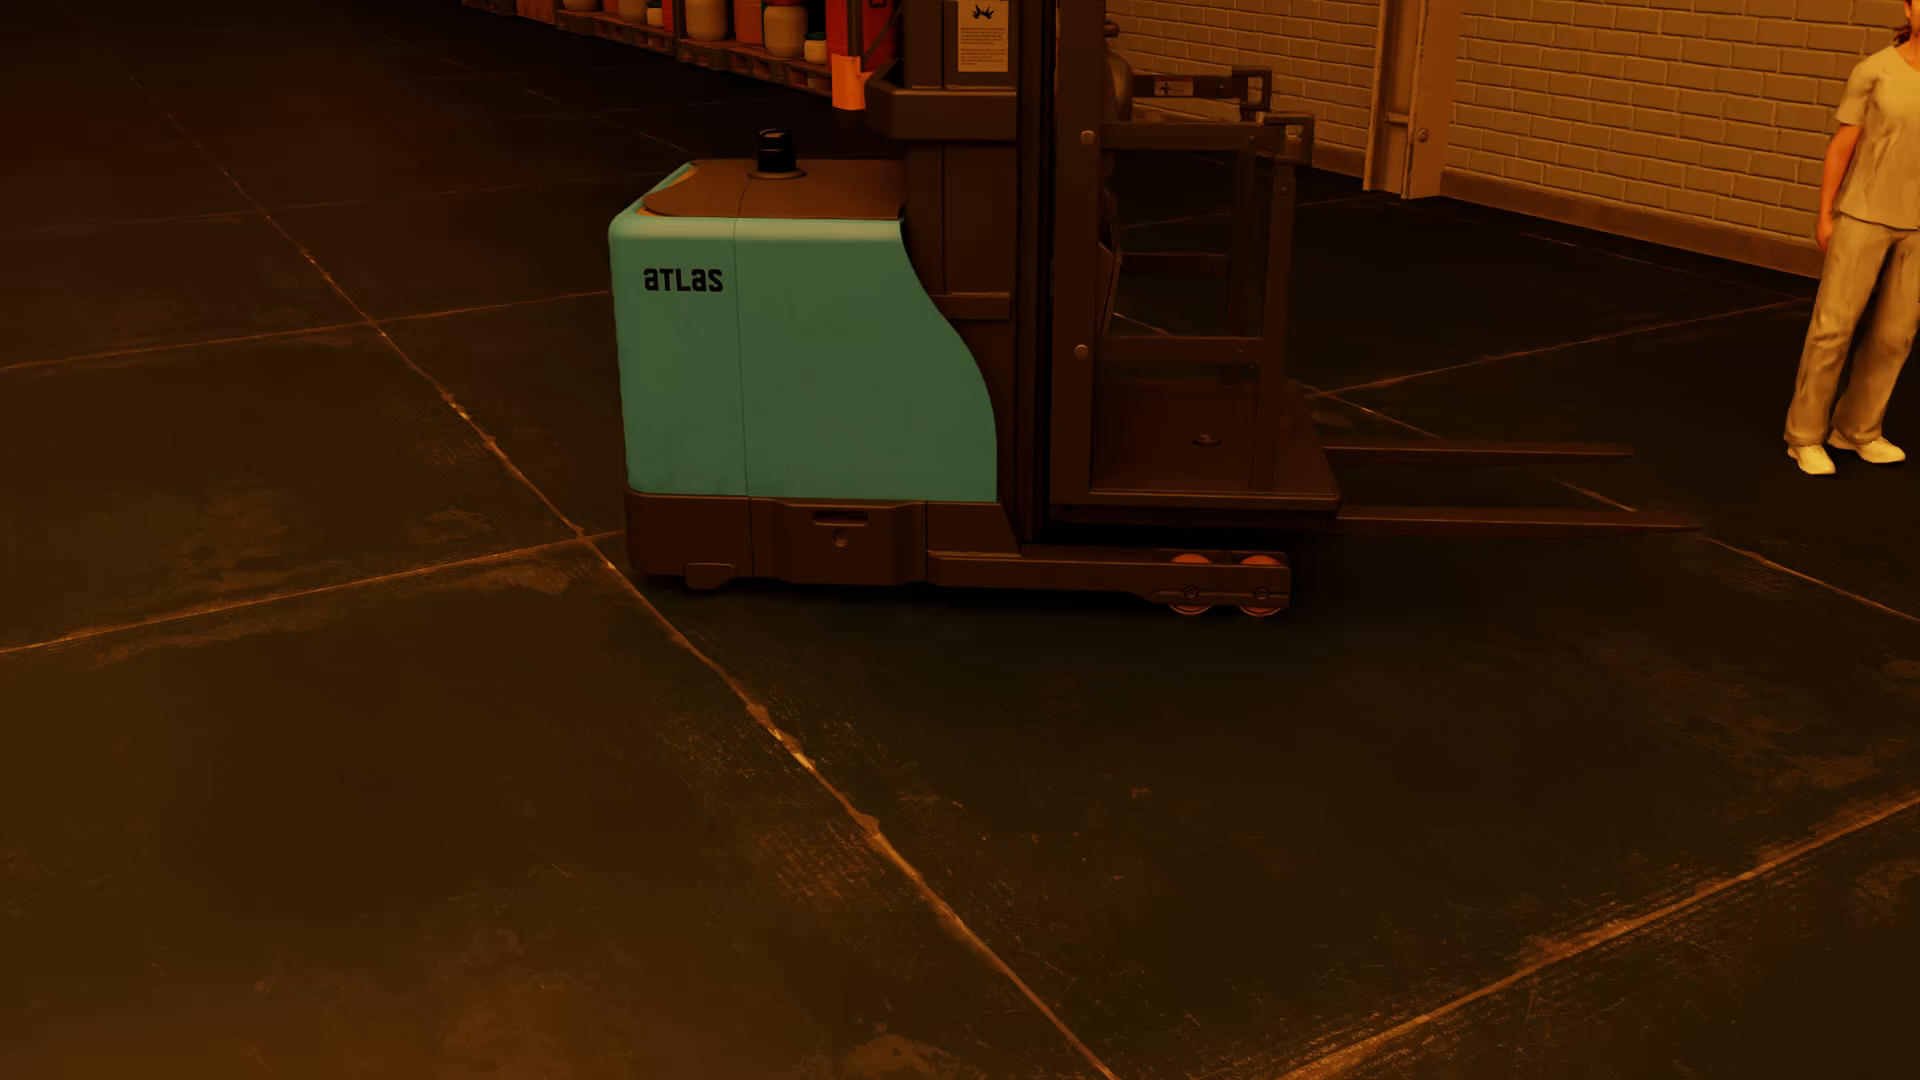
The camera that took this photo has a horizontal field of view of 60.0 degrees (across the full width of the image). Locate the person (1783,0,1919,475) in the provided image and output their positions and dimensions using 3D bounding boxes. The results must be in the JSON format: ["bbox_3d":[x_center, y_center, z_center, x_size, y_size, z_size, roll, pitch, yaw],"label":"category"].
[{"bbox_3d":[3.097,-1.035,5.486,0.493,1.660,0.454,7,23,17],"label":"person"}]

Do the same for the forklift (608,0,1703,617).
[{"bbox_3d":[0.587,-1.352,4.569,3.031,2.935,1.130,1,22,4],"label":"forklift"}]
